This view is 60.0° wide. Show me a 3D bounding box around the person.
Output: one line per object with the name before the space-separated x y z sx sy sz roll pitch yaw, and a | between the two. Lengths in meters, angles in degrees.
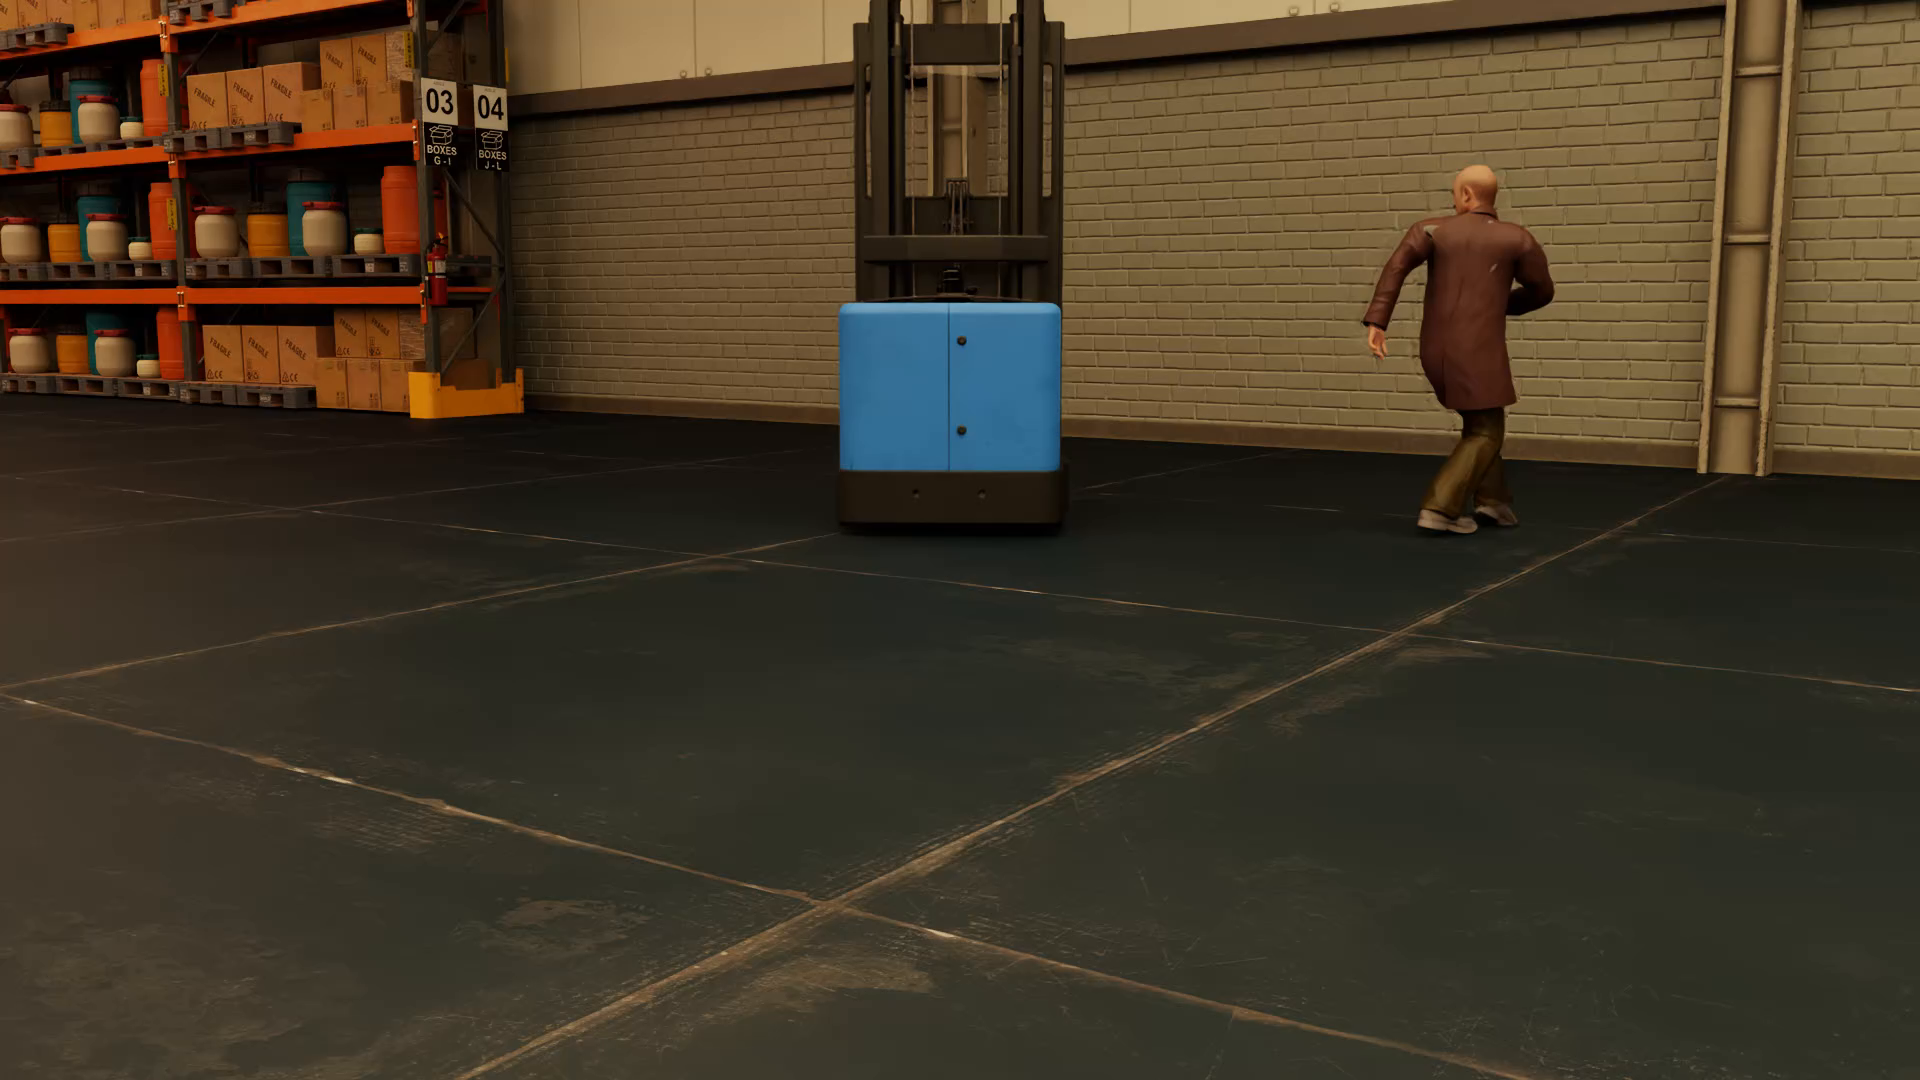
person | 2.396 -0.864 7.816 0.964 1.761 0.628 -7 11 -40

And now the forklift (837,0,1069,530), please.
forklift | 0.005 -1.670 8.936 1.130 2.935 3.031 0 8 2
